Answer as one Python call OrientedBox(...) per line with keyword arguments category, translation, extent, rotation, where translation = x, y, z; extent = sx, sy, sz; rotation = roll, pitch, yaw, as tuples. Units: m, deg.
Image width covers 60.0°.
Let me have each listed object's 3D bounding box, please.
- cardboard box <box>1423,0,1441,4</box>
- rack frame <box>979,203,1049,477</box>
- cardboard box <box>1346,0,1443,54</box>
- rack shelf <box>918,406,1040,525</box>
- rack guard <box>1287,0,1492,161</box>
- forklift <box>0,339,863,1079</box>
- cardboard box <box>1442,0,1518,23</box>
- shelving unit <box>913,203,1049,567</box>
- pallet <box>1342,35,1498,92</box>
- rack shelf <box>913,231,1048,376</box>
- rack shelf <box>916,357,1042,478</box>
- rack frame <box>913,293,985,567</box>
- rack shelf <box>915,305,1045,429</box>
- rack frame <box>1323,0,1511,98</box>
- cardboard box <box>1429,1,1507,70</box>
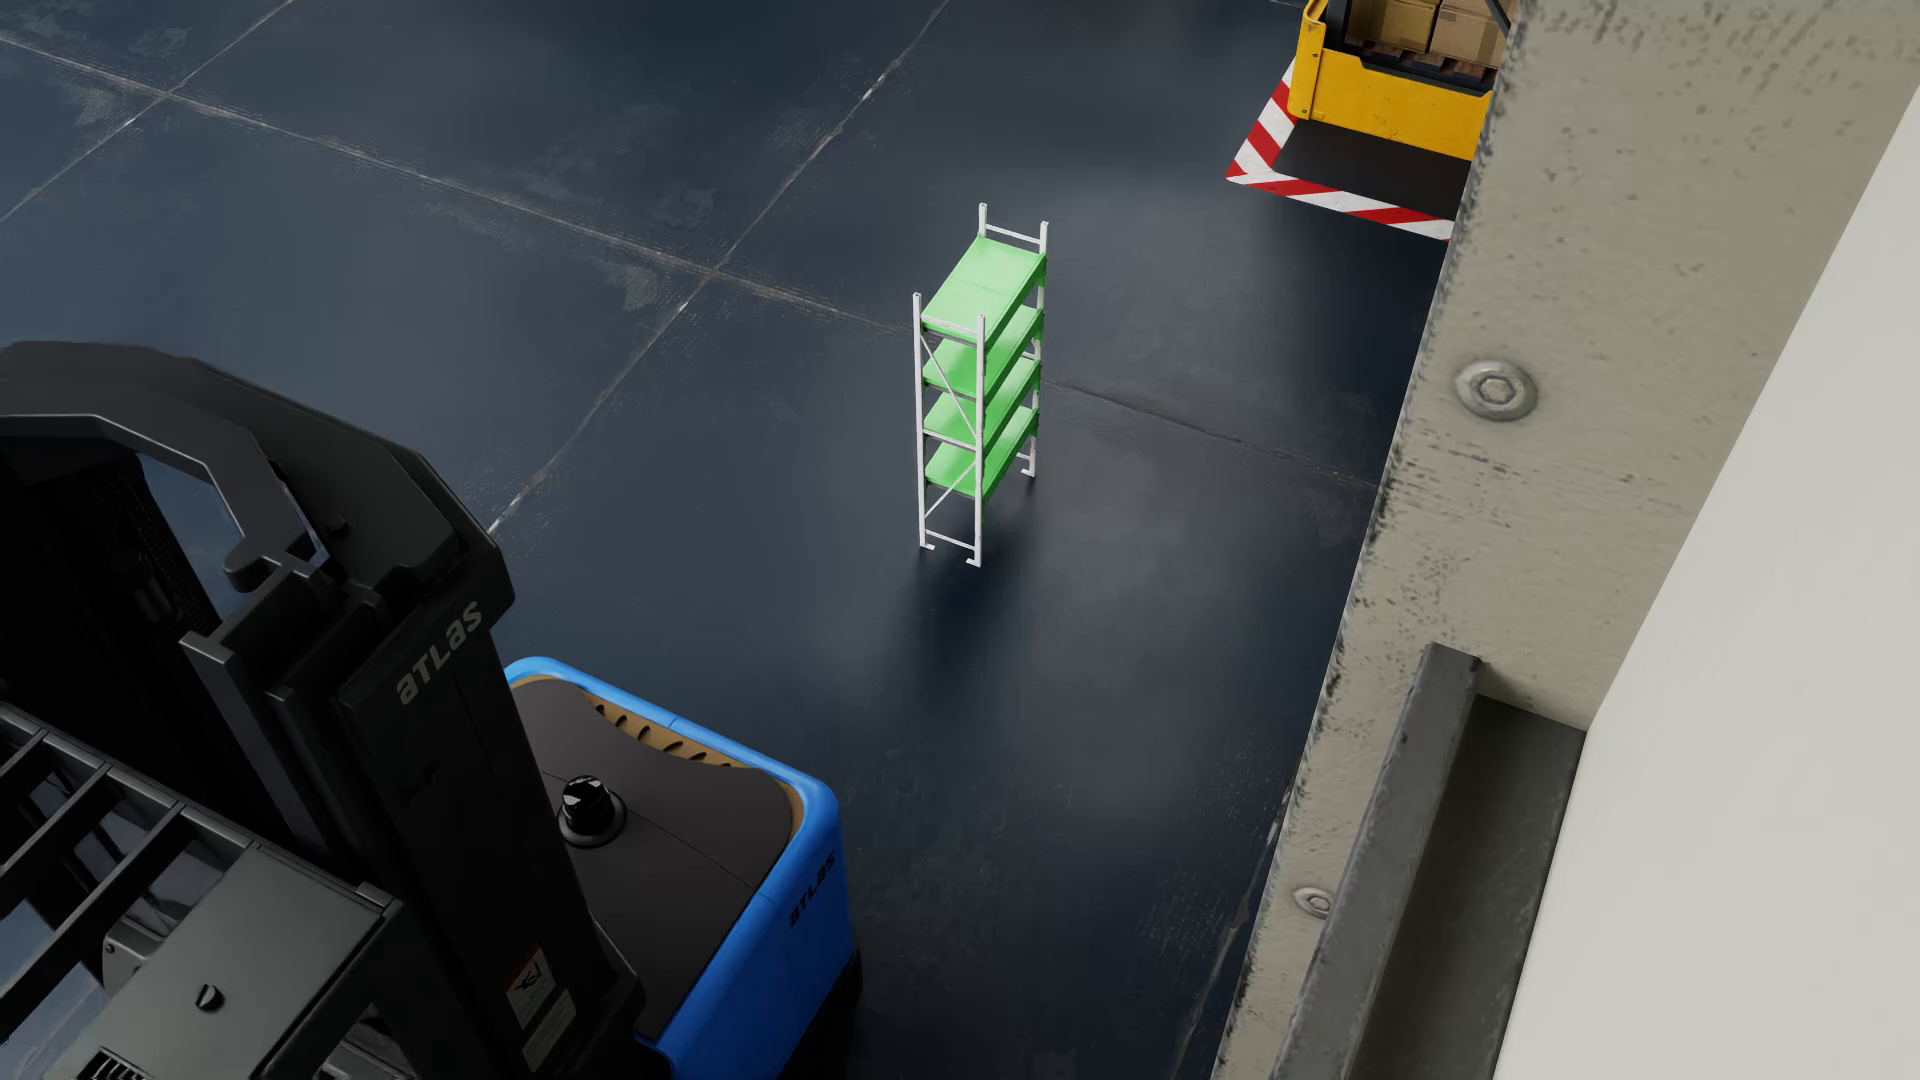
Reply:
OrientedBox(category="cardboard box", translation=(2.049, -2.758, 7.658), extent=(0.500, 0.250, 0.500), rotation=(19, 52, 16))
OrientedBox(category="rack frame", translation=(0.175, -0.671, 5.862), extent=(0.240, 1.200, 0.015), rotation=(20, 52, 16))
OrientedBox(category="cardboard box", translation=(2.039, -2.585, 7.839), extent=(0.500, 0.250, 0.500), rotation=(20, 53, 16))
OrientedBox(category="rack shelf", translation=(0.071, -0.306, 5.951), extent=(0.258, 0.148, 0.480), rotation=(20, 52, 16))
OrientedBox(category="rack guard", translation=(2.113, -2.087, 7.527), extent=(1.175, 0.500, 0.348), rotation=(20, 52, 16))
OrientedBox(category="forklift", translation=(-1.412, 1.199, 3.134), extent=(1.130, 2.935, 3.031), rotation=(22, 53, 17))
OrientedBox(category="cardboard box", translation=(2.512, -2.577, 7.504), extent=(0.500, 0.250, 0.500), rotation=(21, 53, 17))
OrientedBox(category="shelving unit", translation=(0.071, -0.503, 5.719), extent=(0.258, 1.200, 0.503), rotation=(20, 52, 16))
OrientedBox(category="pallet", translation=(2.412, -2.551, 8.111), extent=(1.003, 0.211, 1.213), rotation=(20, 52, 16))
OrientedBox(category="rack shelf", translation=(0.071, -0.772, 5.402), extent=(0.258, 0.148, 0.480), rotation=(20, 52, 16))
OrientedBox(category="rack shelf", translation=(0.071, -0.461, 5.768), extent=(0.258, 0.148, 0.480), rotation=(20, 52, 16))
OrientedBox(category="rack frame", translation=(-0.034, -0.335, 5.576), extent=(0.240, 1.200, 0.015), rotation=(20, 52, 16))
OrientedBox(category="rack shelf", translation=(0.071, -0.617, 5.585), extent=(0.258, 0.148, 0.480), rotation=(20, 52, 16))
OrientedBox(category="rack frame", translation=(2.123, -2.914, 6.589), extent=(1.000, 3.000, 0.127), rotation=(20, 52, 16))
OrientedBox(category="cardboard box", translation=(2.510, -2.434, 7.710), extent=(0.500, 0.250, 0.500), rotation=(20, 52, 16))
